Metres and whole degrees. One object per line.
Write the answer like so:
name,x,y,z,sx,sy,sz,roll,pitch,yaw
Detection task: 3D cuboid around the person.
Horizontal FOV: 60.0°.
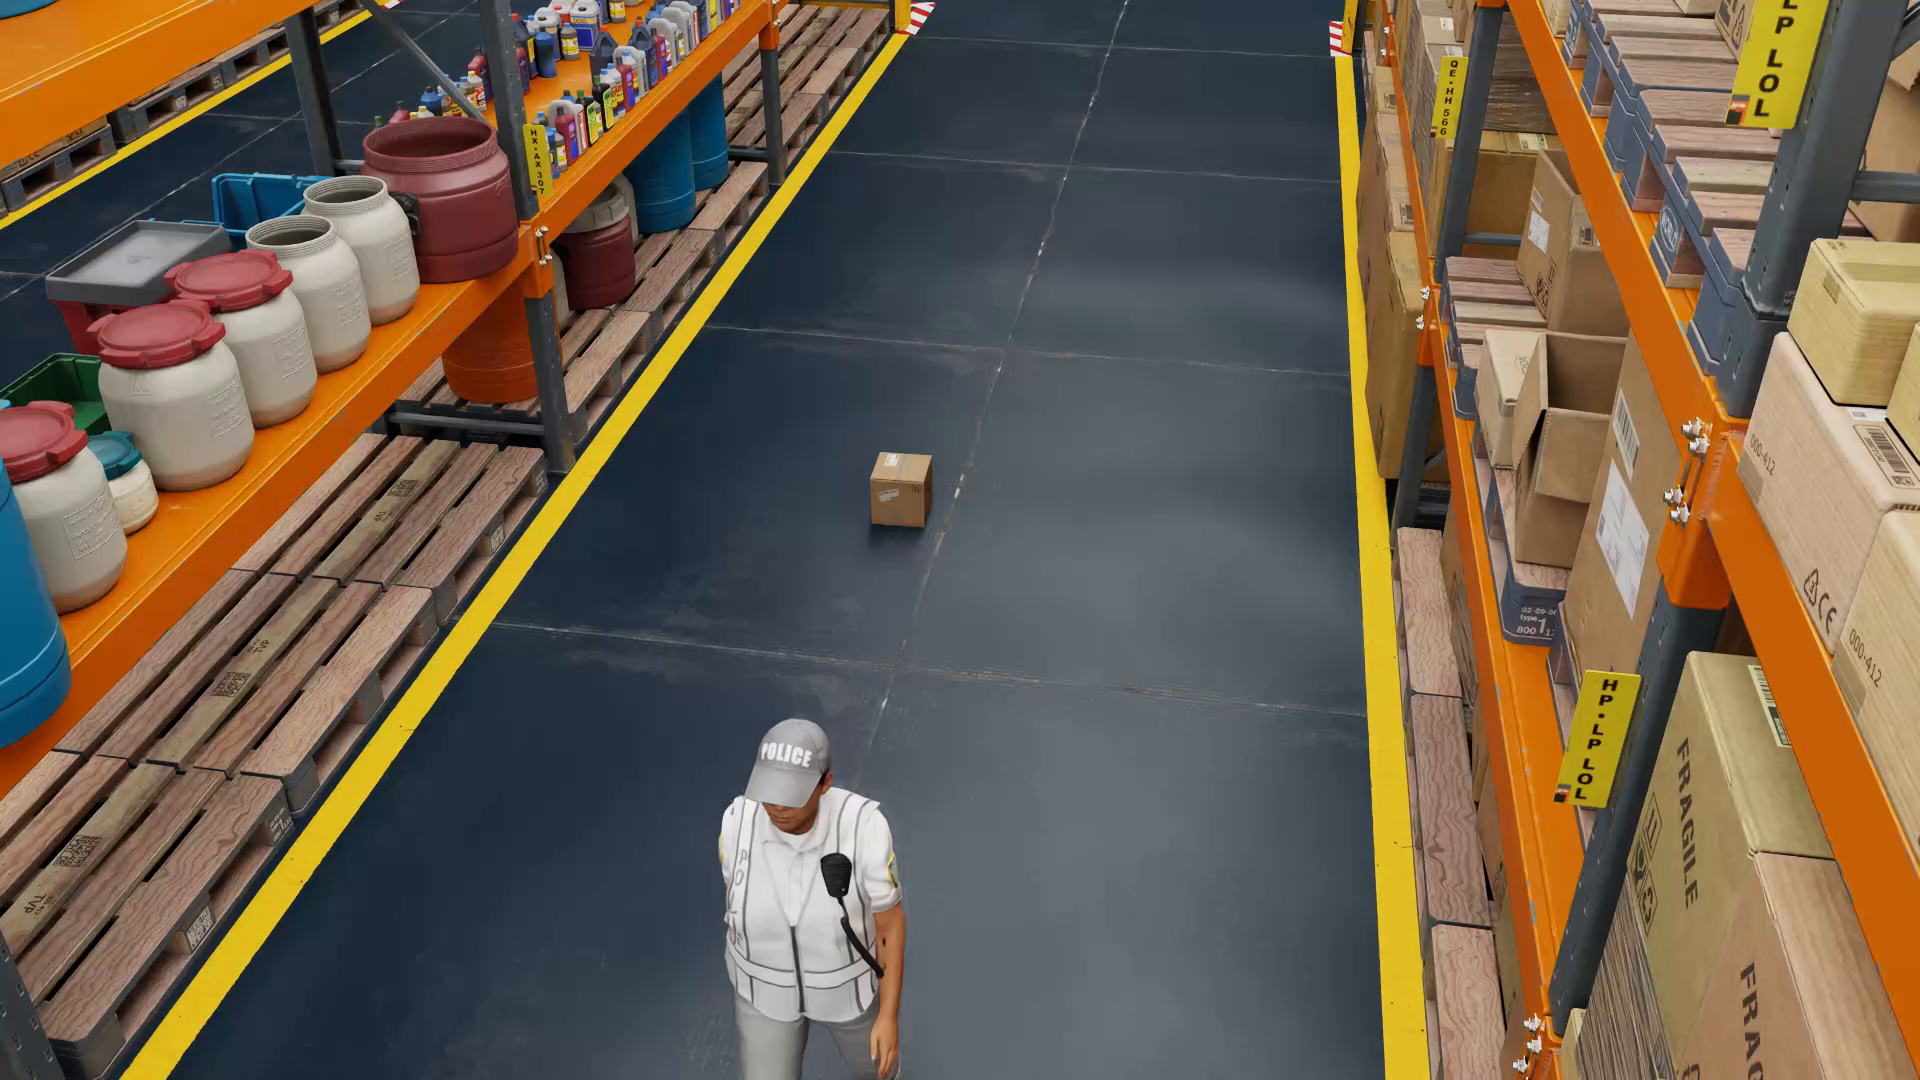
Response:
person,-0.374,1.119,4.368,0.480,1.617,0.949,1,33,2
